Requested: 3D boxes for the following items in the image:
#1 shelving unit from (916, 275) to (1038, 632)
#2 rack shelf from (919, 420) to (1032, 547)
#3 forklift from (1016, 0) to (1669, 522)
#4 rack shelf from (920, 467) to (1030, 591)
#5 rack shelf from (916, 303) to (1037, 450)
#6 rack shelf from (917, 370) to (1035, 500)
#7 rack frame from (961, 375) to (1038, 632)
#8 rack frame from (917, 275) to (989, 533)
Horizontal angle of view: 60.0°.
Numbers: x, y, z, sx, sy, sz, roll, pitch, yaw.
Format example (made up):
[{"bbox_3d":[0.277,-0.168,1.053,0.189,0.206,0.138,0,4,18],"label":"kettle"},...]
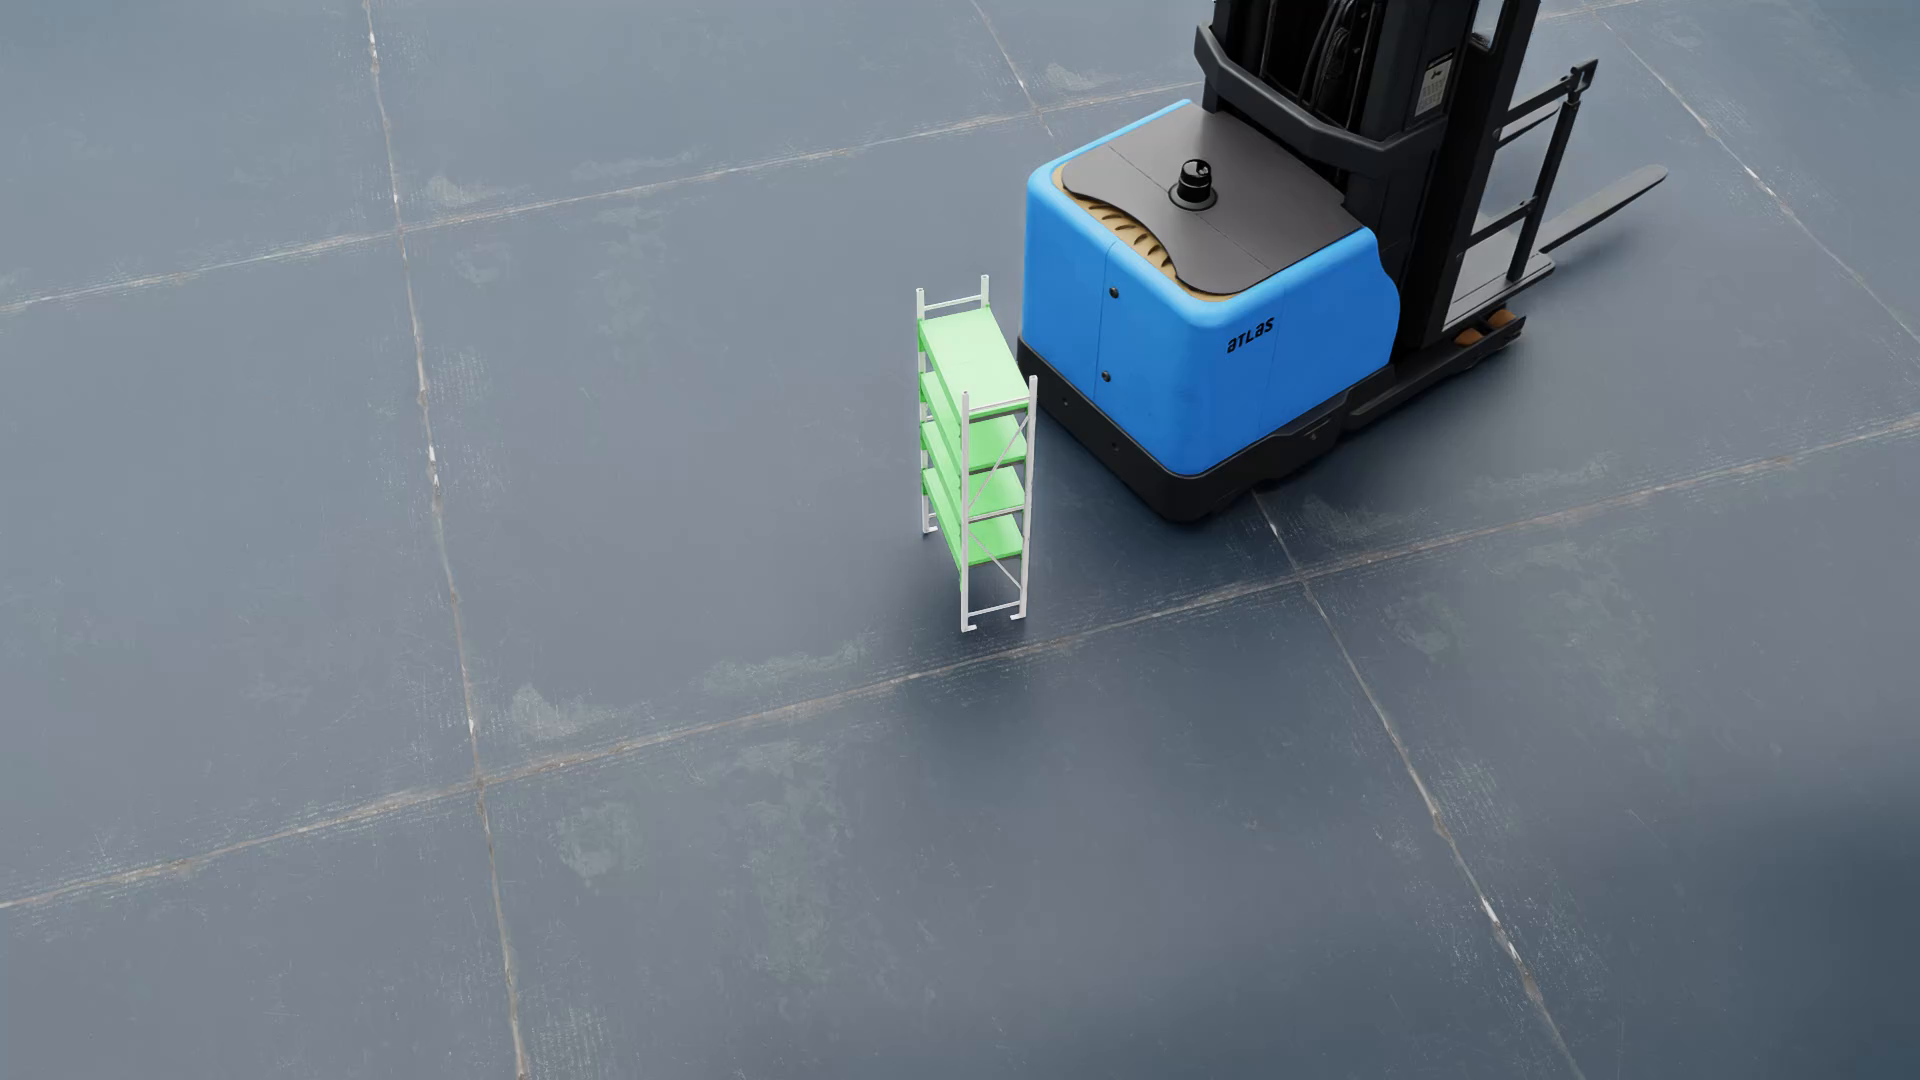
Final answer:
[{"bbox_3d":[0.049,-0.266,5.689,0.258,1.200,0.503,-13,51,-11],"label":"shelving unit"},{"bbox_3d":[0.049,-0.225,5.738,0.258,0.148,0.480,-13,51,-11],"label":"rack shelf"},{"bbox_3d":[1.713,-1.945,5.973,3.031,2.935,1.130,-30,56,-23],"label":"forklift"},{"bbox_3d":[0.049,-0.070,5.922,0.258,0.148,0.480,-13,51,-11],"label":"rack shelf"},{"bbox_3d":[0.049,-0.534,5.371,0.258,0.148,0.480,-13,51,-11],"label":"rack shelf"},{"bbox_3d":[0.049,-0.379,5.555,0.258,0.148,0.480,-13,51,-11],"label":"rack shelf"},{"bbox_3d":[0.121,-0.088,5.539,0.240,1.200,0.015,-13,51,-11],"label":"rack frame"},{"bbox_3d":[-0.023,-0.444,5.840,0.240,1.200,0.015,-13,51,-11],"label":"rack frame"}]
